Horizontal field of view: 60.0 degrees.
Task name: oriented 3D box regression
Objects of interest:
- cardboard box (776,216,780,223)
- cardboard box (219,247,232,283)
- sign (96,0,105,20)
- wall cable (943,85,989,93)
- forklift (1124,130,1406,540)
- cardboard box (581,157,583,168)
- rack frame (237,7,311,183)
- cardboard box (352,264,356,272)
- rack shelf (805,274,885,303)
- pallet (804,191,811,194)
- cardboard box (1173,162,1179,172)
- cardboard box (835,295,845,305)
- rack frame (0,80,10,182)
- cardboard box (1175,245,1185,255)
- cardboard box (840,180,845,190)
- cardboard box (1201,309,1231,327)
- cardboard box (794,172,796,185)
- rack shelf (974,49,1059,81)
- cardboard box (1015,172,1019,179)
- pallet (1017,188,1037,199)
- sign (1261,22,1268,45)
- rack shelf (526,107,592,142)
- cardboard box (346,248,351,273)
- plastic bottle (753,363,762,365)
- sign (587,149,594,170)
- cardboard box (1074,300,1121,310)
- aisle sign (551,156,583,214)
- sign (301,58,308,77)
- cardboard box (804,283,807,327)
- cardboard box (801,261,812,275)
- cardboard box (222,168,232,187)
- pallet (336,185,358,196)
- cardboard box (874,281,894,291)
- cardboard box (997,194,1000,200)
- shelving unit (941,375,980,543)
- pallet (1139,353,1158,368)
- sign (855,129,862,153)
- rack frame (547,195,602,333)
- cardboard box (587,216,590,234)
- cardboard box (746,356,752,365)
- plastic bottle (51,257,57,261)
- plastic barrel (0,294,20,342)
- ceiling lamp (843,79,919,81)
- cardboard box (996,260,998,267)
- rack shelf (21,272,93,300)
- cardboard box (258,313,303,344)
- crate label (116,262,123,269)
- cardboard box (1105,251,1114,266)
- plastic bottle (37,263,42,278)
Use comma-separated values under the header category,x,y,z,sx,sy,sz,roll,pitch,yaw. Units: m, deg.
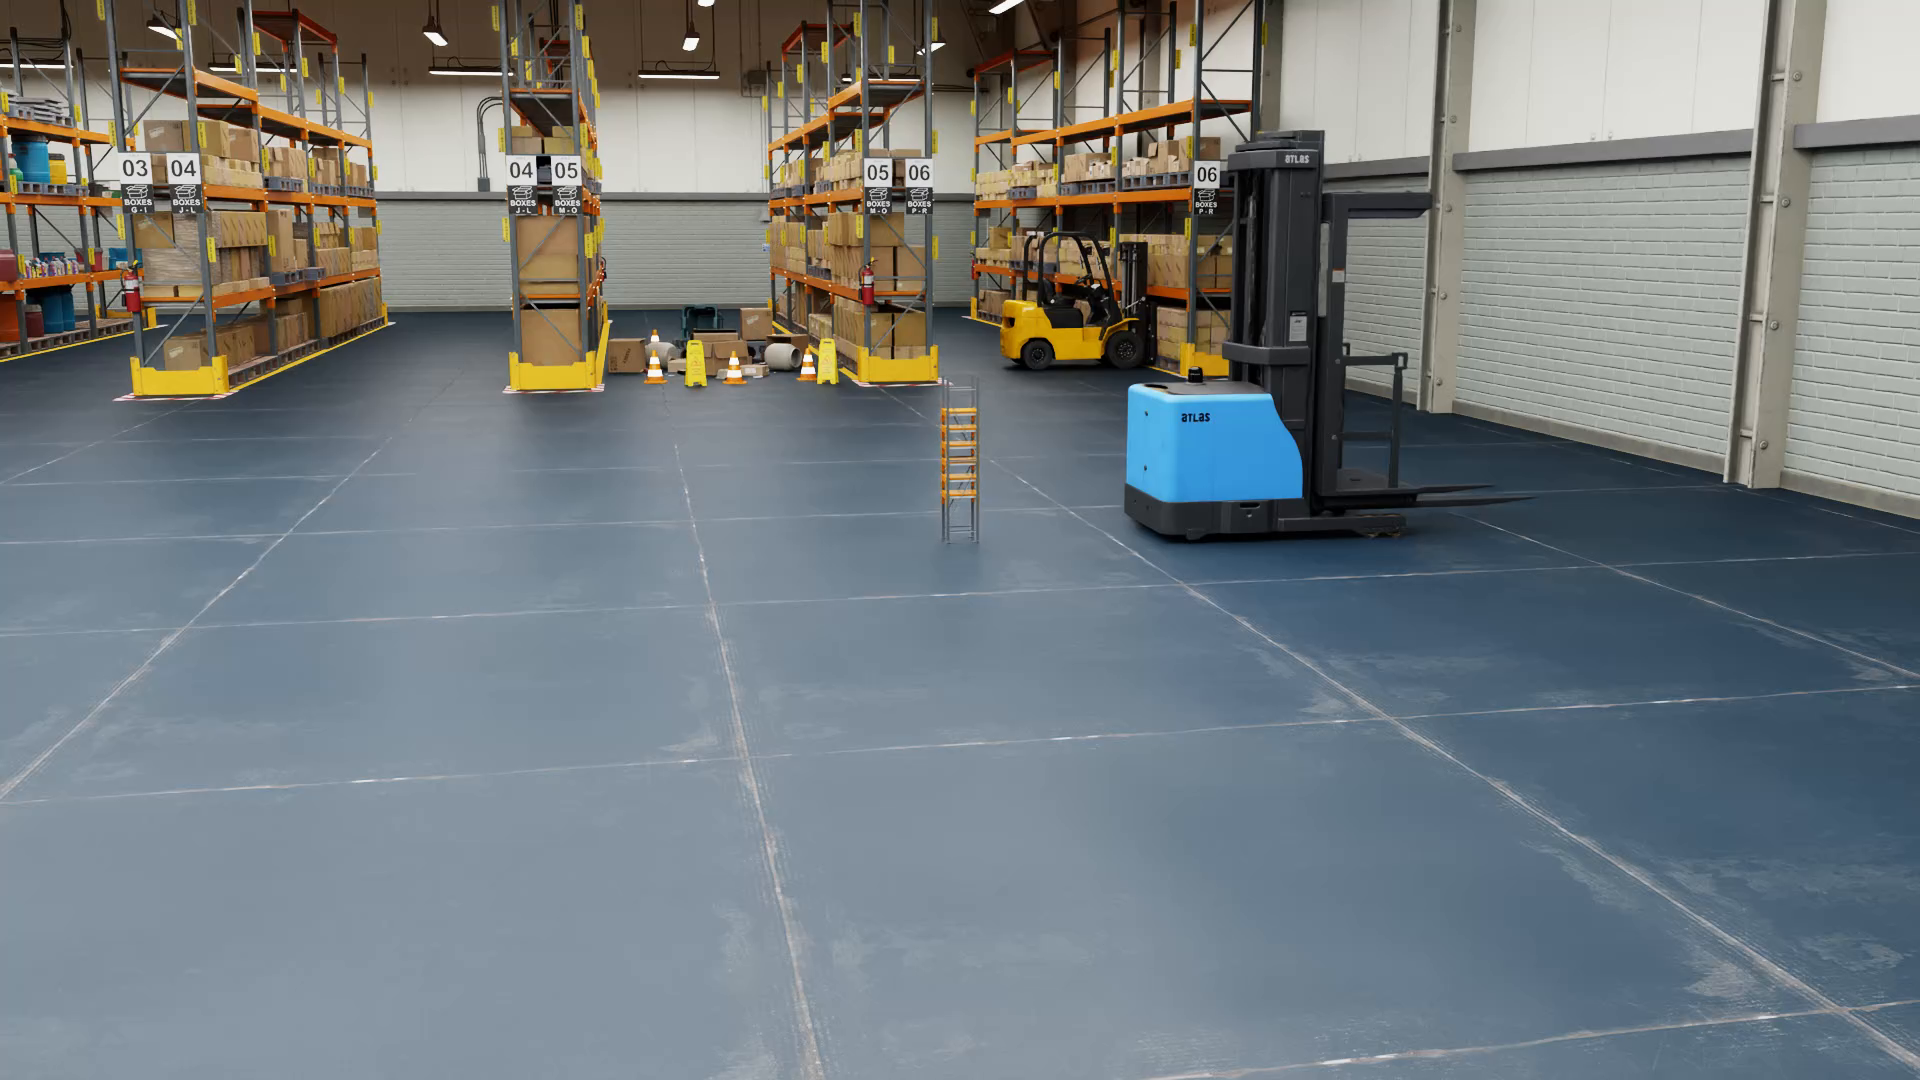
category,x,y,z,sx,sy,sz,roll,pitch,yaw
cardboard box,-3.958,-7.259,37.635,0.380,0.149,0.250,-2,11,-12
cardboard box,-10.974,-3.944,23.831,0.875,0.500,0.500,-2,11,-11
sign,-11.173,-6.933,21.635,0.100,0.325,0.005,-2,11,-11
wall cable,1.011,-13.703,45.250,2.988,3.039,0.133,-2,11,-11
forklift,2.843,-1.552,12.511,3.031,2.935,1.130,-2,11,-11
cardboard box,-5.542,-5.355,23.566,0.380,0.149,0.250,-2,11,-10
rack frame,-12.180,-7.880,29.532,1.000,3.000,0.127,-2,11,-11
cardboard box,-12.690,-5.610,34.320,0.380,0.149,0.250,-2,11,-11
rack shelf,-2.071,-4.573,30.127,1.077,0.370,4.000,-2,11,-11
pallet,-3.011,-7.240,34.704,0.805,0.209,1.217,-3,11,-13
cardboard box,3.505,-5.754,25.665,0.380,0.149,0.250,-2,11,-13
cardboard box,-1.866,-3.959,27.467,0.380,0.149,0.250,-2,11,-10
rack frame,-17.039,-7.700,28.586,1.000,3.000,0.127,-2,11,-11
cardboard box,3.543,-4.475,25.681,0.380,0.149,0.250,-2,11,-10
cardboard box,-1.697,-5.604,26.269,0.380,0.149,0.250,-2,11,-12
cardboard box,4.057,-3.449,25.853,0.500,0.250,0.500,-2,11,-12
cardboard box,-3.071,-7.147,32.940,0.396,0.266,0.258,-2,11,-12
rack shelf,1.242,-10.802,37.916,1.077,0.370,4.000,-2,11,-11
cardboard box,1.388,-7.795,35.592,0.380,0.149,0.250,-2,11,-12
pallet,1.893,-7.277,34.889,1.213,0.211,1.003,-2,11,-11
sign,4.510,-7.510,24.667,0.100,0.325,0.005,-2,11,-11
rack shelf,-6.907,-7.126,28.560,1.077,0.370,4.000,-2,11,-11
cardboard box,-12.600,-5.640,33.540,0.500,0.500,0.500,-2,11,-11
plastic bottle,-3.270,-2.812,26.805,0.133,0.061,0.283,0,11,-1
sign,-5.973,-6.148,26.860,0.100,0.325,0.005,-2,11,-11
cardboard box,2.651,-4.280,31.890,0.875,0.625,0.625,-2,11,-9
aisle sign,-5.431,-4.903,22.981,0.394,0.787,0.004,-2,11,-11
sign,-11.650,-8.400,29.551,0.100,0.325,0.005,-2,11,-11
cardboard box,-2.682,-4.750,33.688,0.875,0.875,0.875,-2,11,-10
cardboard box,-2.813,-5.303,32.438,0.500,0.250,0.500,-3,11,-13
cardboard box,-10.663,-5.149,23.605,0.500,0.250,0.500,-2,11,-11
pallet,-13.107,-7.247,34.466,1.003,0.211,1.213,-2,11,-11
cardboard box,-1.186,-3.764,24.621,0.380,0.149,0.250,-2,11,-9
cardboard box,1.061,-7.850,38.065,0.380,0.149,0.250,-2,11,-10
shelving unit,0.003,-0.587,12.070,0.258,1.200,0.189,-2,11,-11
pallet,3.541,-3.000,27.393,1.003,0.211,1.213,-2,11,-11
sign,-1.452,-5.718,23.828,0.100,0.325,0.005,-2,11,-11
rack frame,-8.074,-5.829,34.798,1.000,3.000,0.127,-2,11,-11
cardboard box,-6.259,-4.800,26.104,0.875,0.550,0.550,-2,11,-11
cardboard box,-3.629,-2.989,27.193,0.396,0.266,0.258,9,14,38
plastic bottle,-17.422,-5.267,31.977,0.144,0.351,0.185,-2,11,-11
plastic barrel,-17.151,-3.982,29.779,0.600,0.830,0.708,-2,11,-11
ceiling lamp,-2.002,-11.666,42.216,1.941,0.041,0.237,-2,11,-11
cardboard box,1.038,-6.418,38.566,0.380,0.149,0.250,-2,11,-11
rack shelf,-17.428,-4.767,31.141,1.077,0.370,4.000,-2,11,-11
cardboard box,-11.910,-3.698,29.112,0.700,0.500,0.500,-3,11,-16
crate label,-18.138,-5.873,35.578,0.396,0.136,0.243,-2,11,-11
cardboard box,2.840,-4.994,29.476,0.500,0.250,0.500,-2,11,-12
plastic bottle,-16.981,-4.973,30.645,0.097,0.271,0.097,0,11,0
